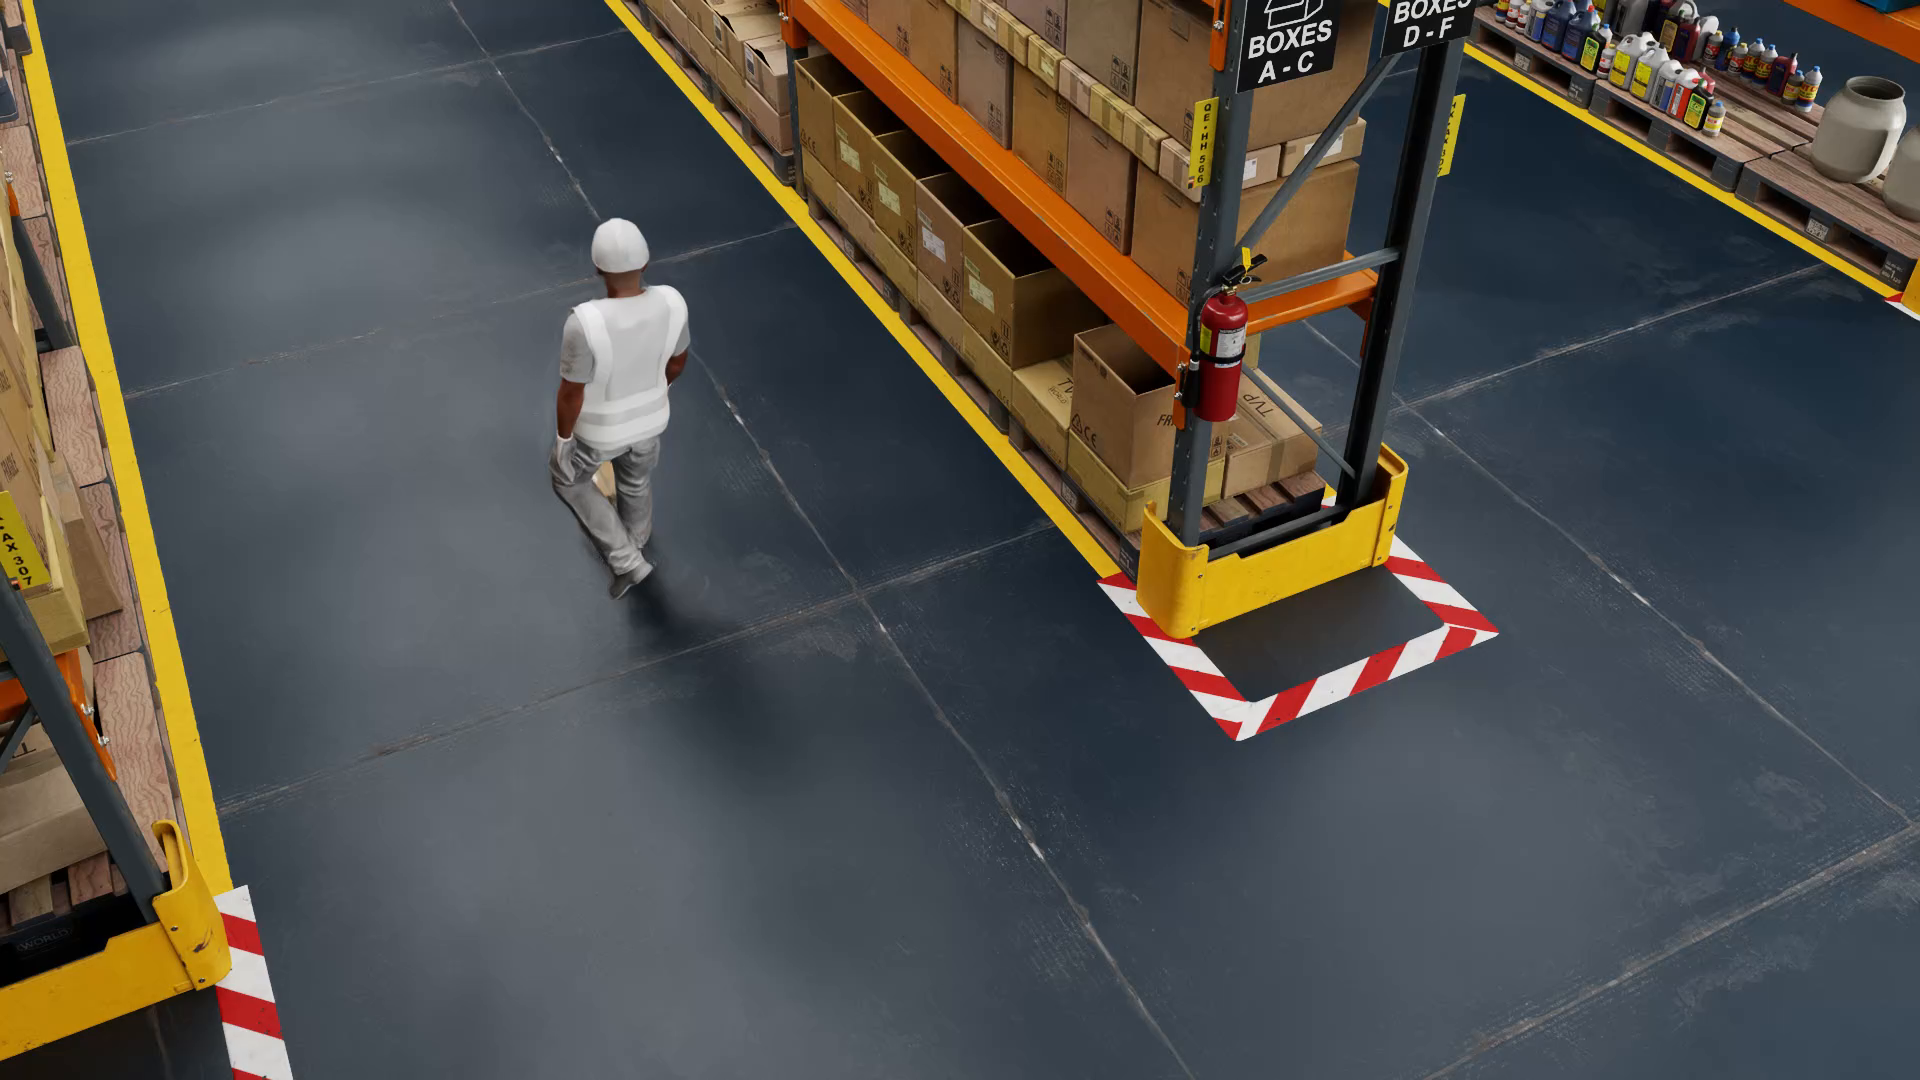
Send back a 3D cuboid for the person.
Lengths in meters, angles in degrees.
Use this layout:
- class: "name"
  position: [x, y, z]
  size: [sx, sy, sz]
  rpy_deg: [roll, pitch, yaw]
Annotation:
- class: "person"
  position: [-1.406, -0.526, 6.735]
  size: [0.666, 1.783, 0.576]
  rpy_deg: [-24, 47, -26]
